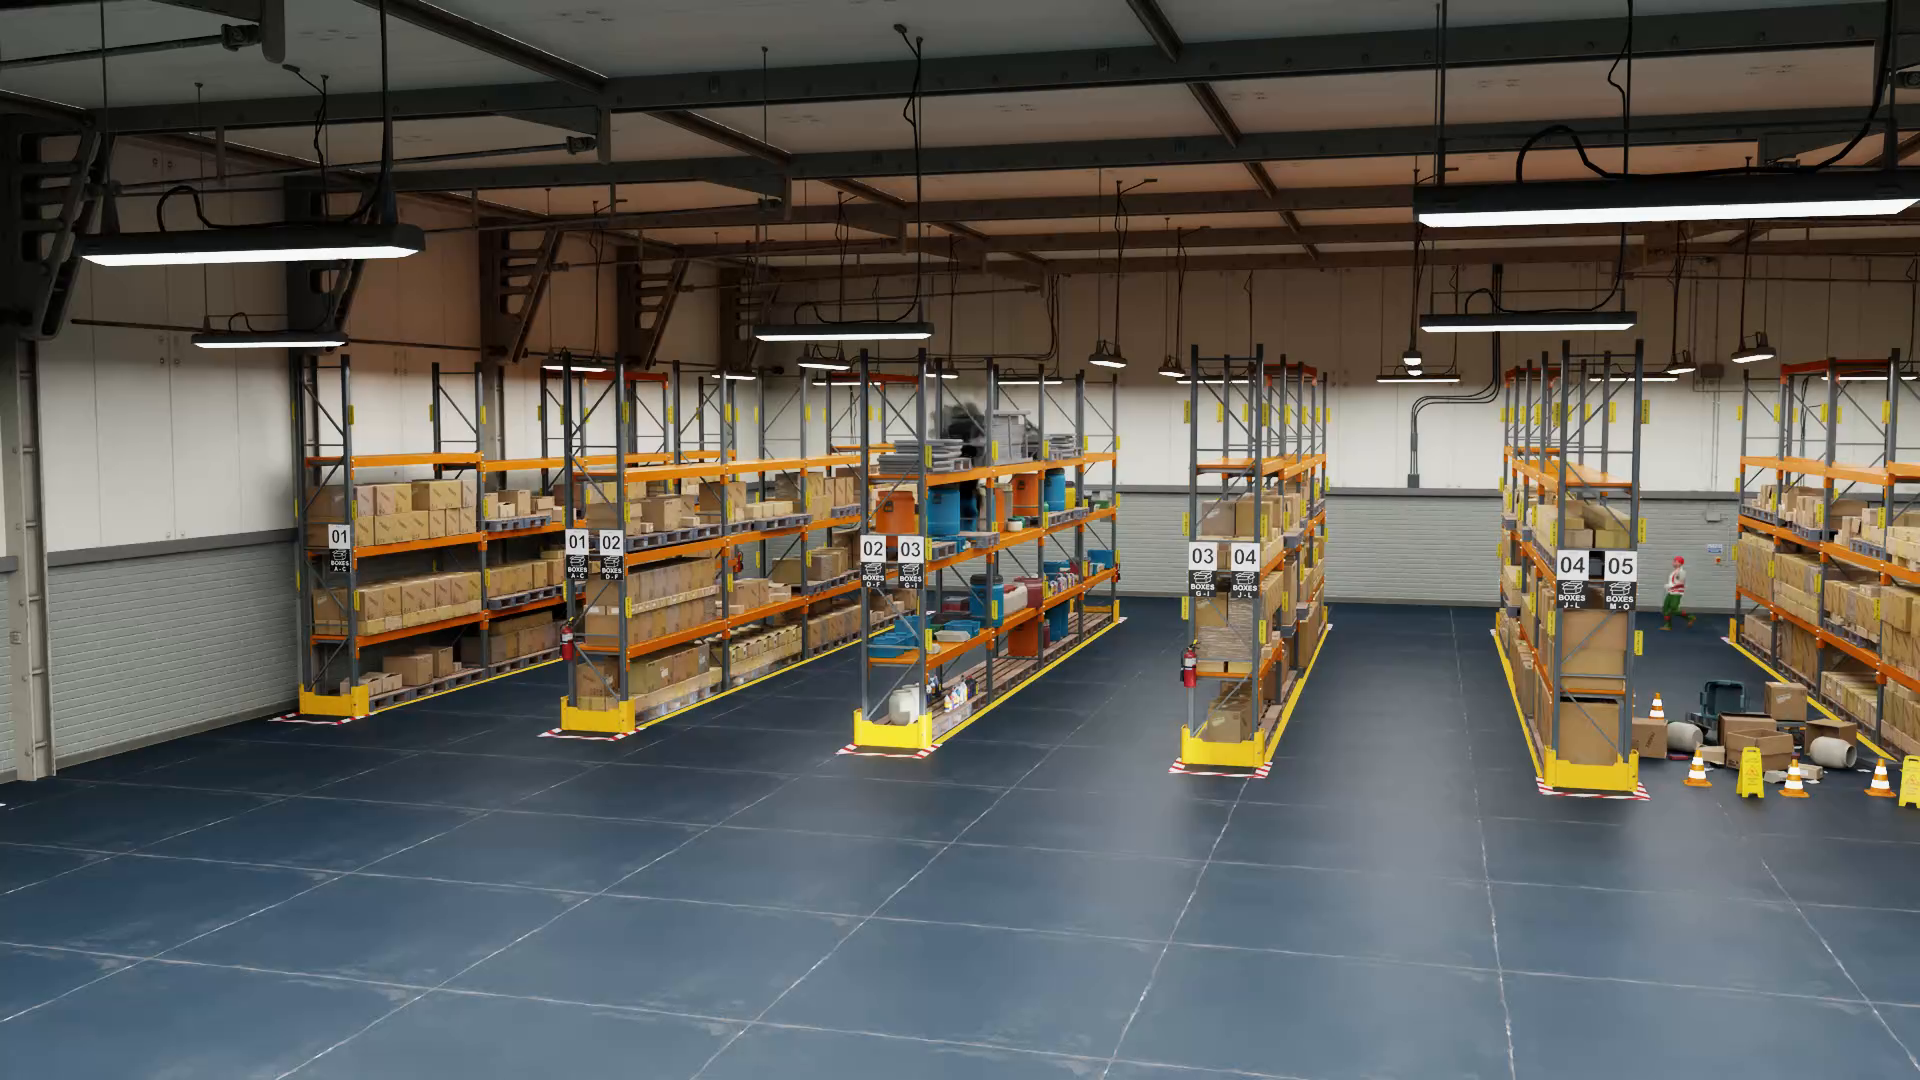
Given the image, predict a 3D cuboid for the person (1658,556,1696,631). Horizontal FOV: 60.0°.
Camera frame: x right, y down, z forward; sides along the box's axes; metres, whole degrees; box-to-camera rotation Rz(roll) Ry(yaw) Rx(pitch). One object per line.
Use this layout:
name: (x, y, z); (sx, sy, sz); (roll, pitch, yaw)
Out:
person: (16.592, 1.245, 38.476); (0.801, 1.752, 0.664); (1, 4, 7)
